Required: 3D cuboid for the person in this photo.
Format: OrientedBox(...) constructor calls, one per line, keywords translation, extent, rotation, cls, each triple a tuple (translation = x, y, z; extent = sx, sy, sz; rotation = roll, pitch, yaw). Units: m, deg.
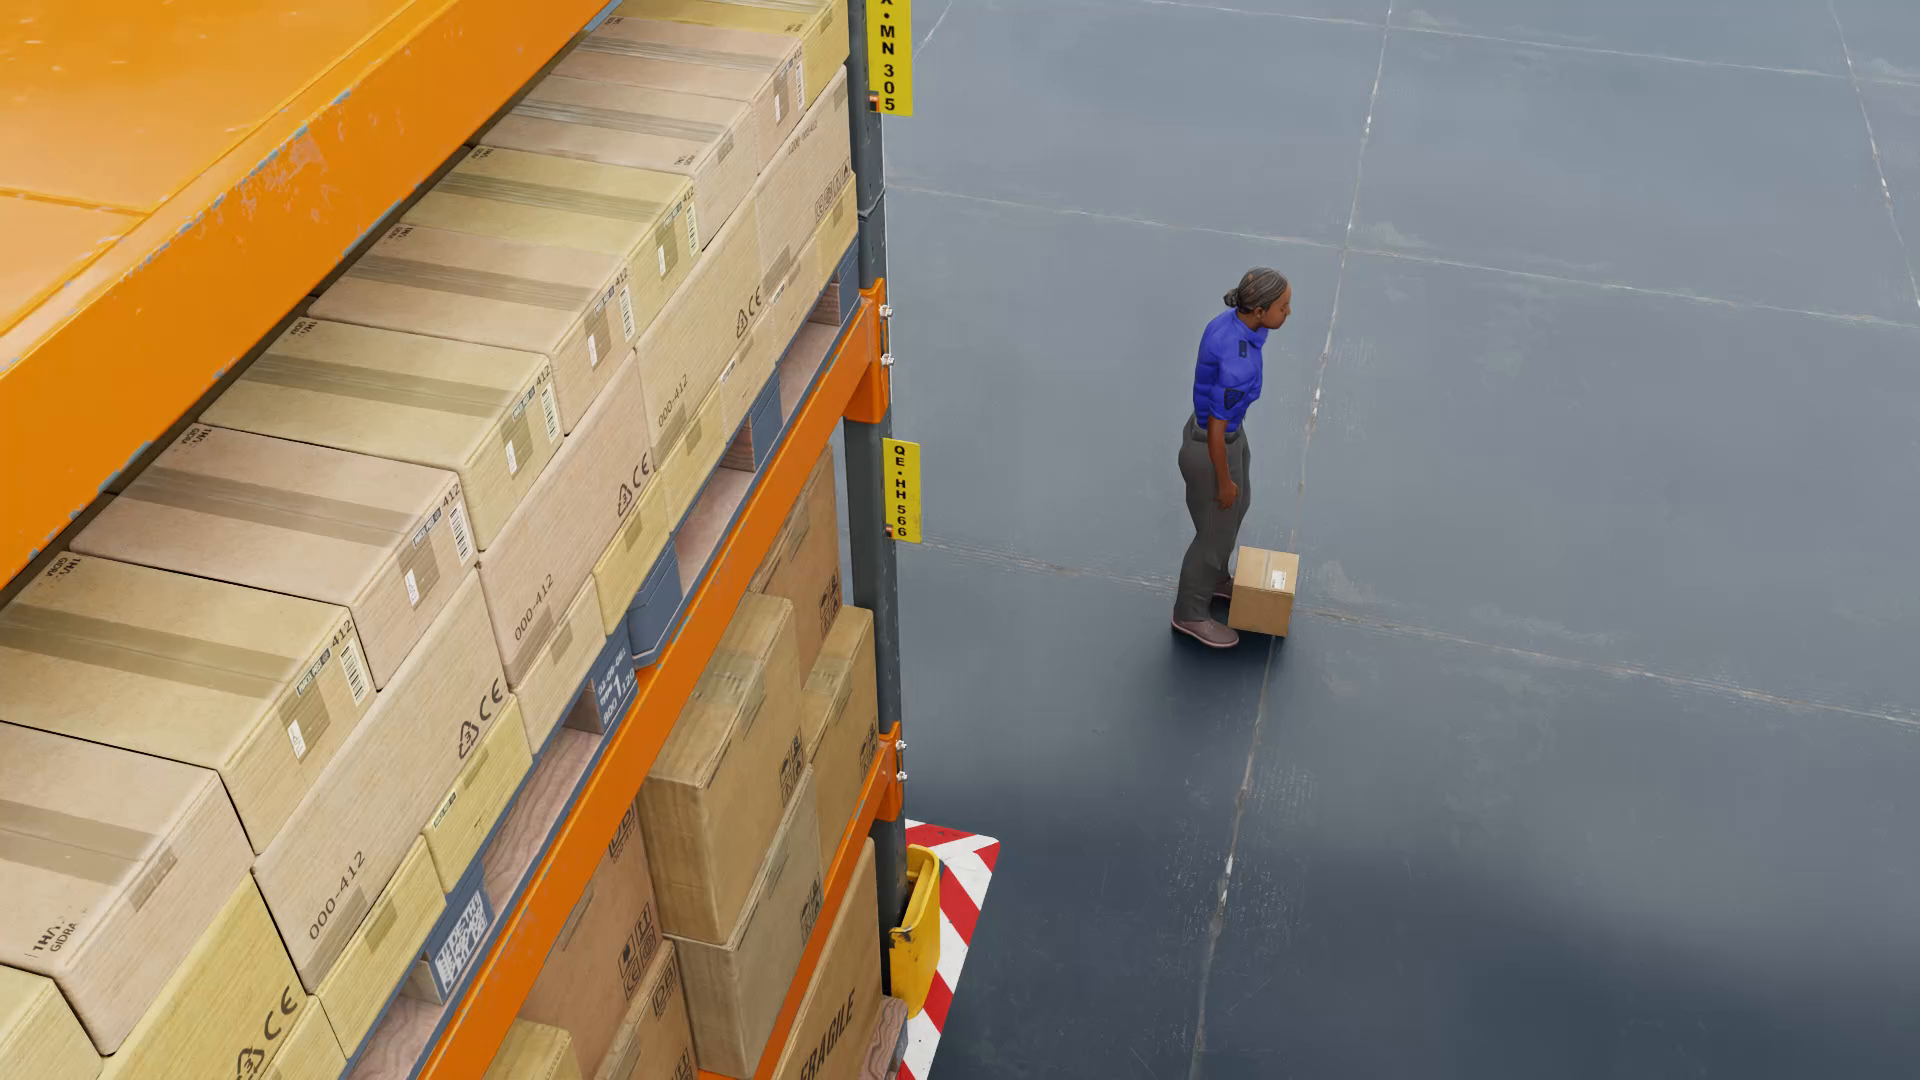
OrientedBox(translation=(1.068, -0.345, 6.556), extent=(0.403, 1.654, 0.530), rotation=(8, 42, 9), cls="person")
